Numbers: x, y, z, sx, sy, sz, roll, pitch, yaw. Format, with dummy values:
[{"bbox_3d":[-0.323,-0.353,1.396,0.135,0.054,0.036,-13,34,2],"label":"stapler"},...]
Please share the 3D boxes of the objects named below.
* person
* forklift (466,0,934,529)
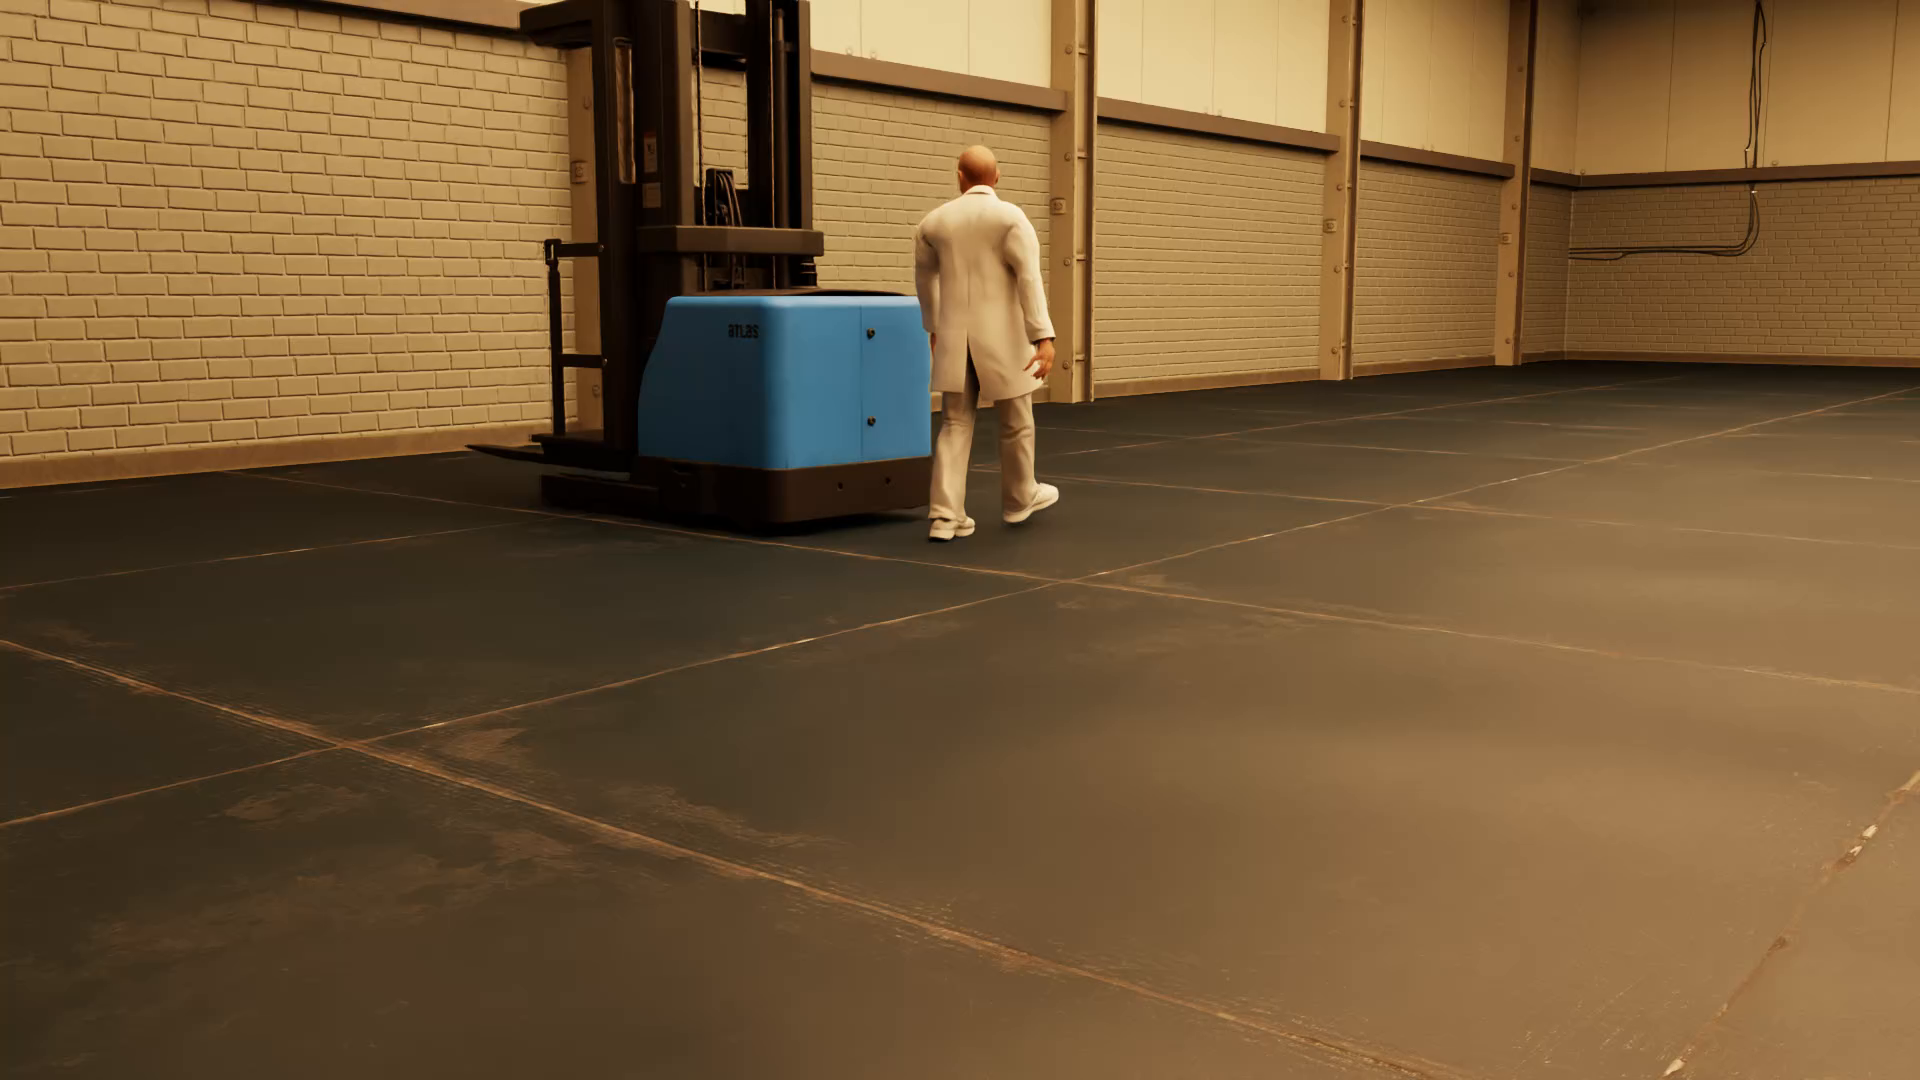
[{"bbox_3d":[0.144,-0.907,7.605,0.779,1.744,0.917,4,9,26],"label":"person"},{"bbox_3d":[-1.533,-1.656,8.600,3.031,2.935,1.130,8,12,44],"label":"forklift"}]
